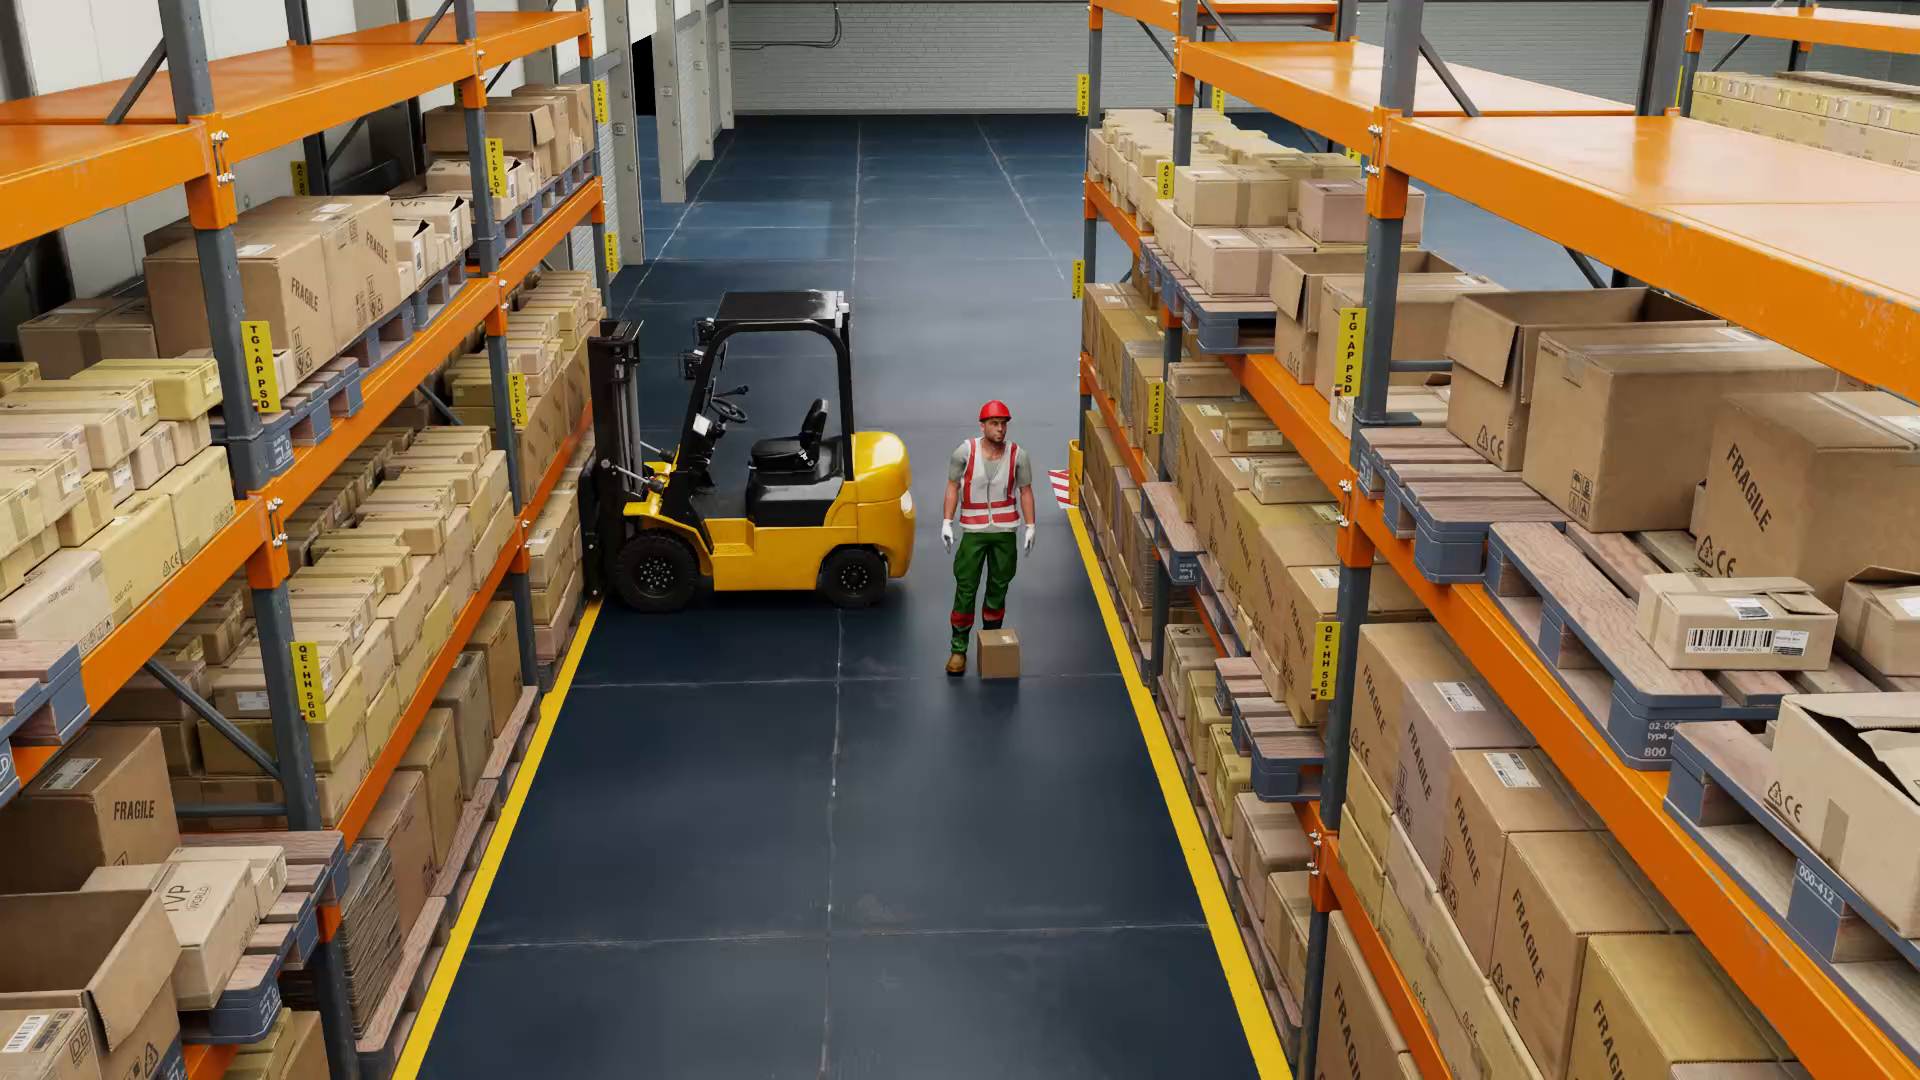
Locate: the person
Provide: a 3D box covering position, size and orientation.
[{"bbox_3d":[0.196,-0.028,11.089,0.638,1.790,0.559,-2,20,-5],"label":"person"}]
